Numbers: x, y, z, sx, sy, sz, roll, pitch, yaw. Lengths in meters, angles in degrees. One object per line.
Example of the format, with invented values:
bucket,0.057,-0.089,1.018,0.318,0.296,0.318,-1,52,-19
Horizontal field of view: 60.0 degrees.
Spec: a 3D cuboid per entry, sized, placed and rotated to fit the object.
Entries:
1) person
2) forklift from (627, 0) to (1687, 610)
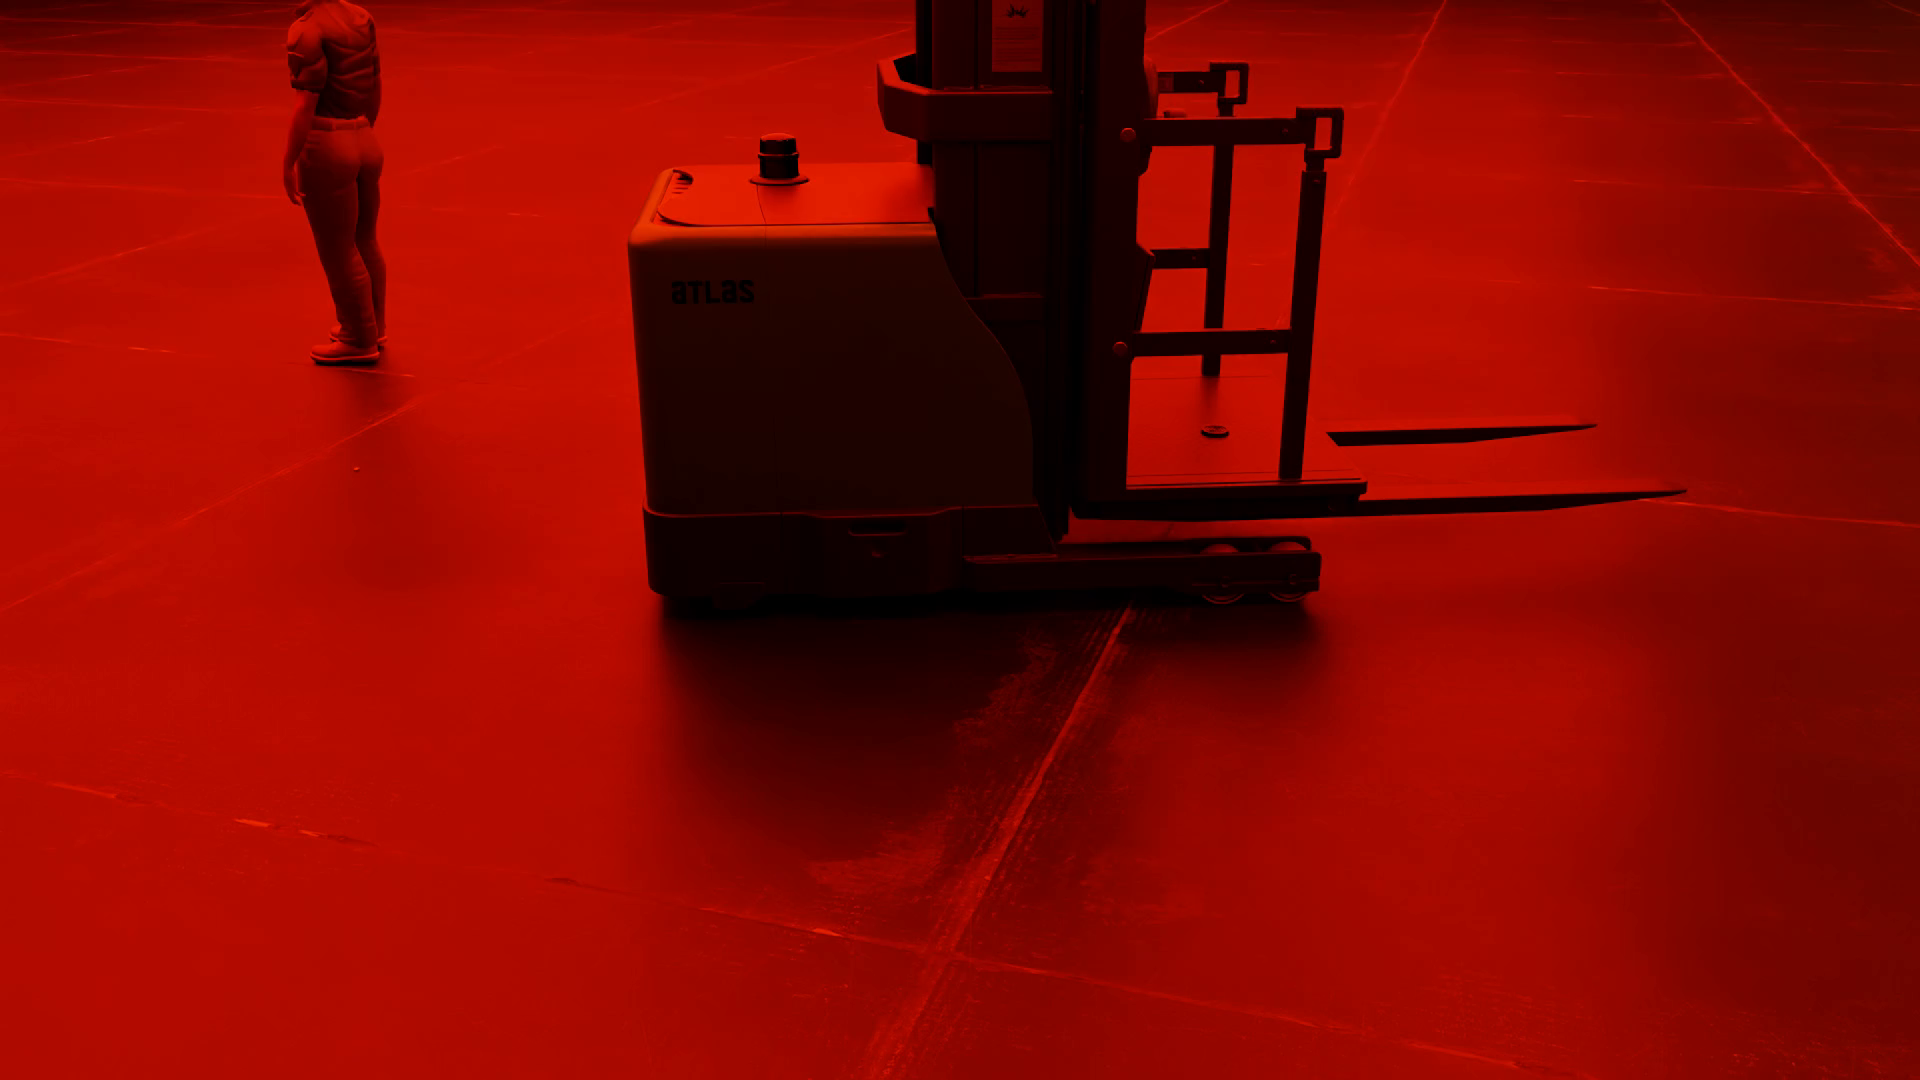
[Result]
person,-2.546,-1.521,6.637,0.504,1.640,0.569,6,23,15
forklift,0.606,-1.374,4.608,3.031,2.935,1.130,-2,23,-4
